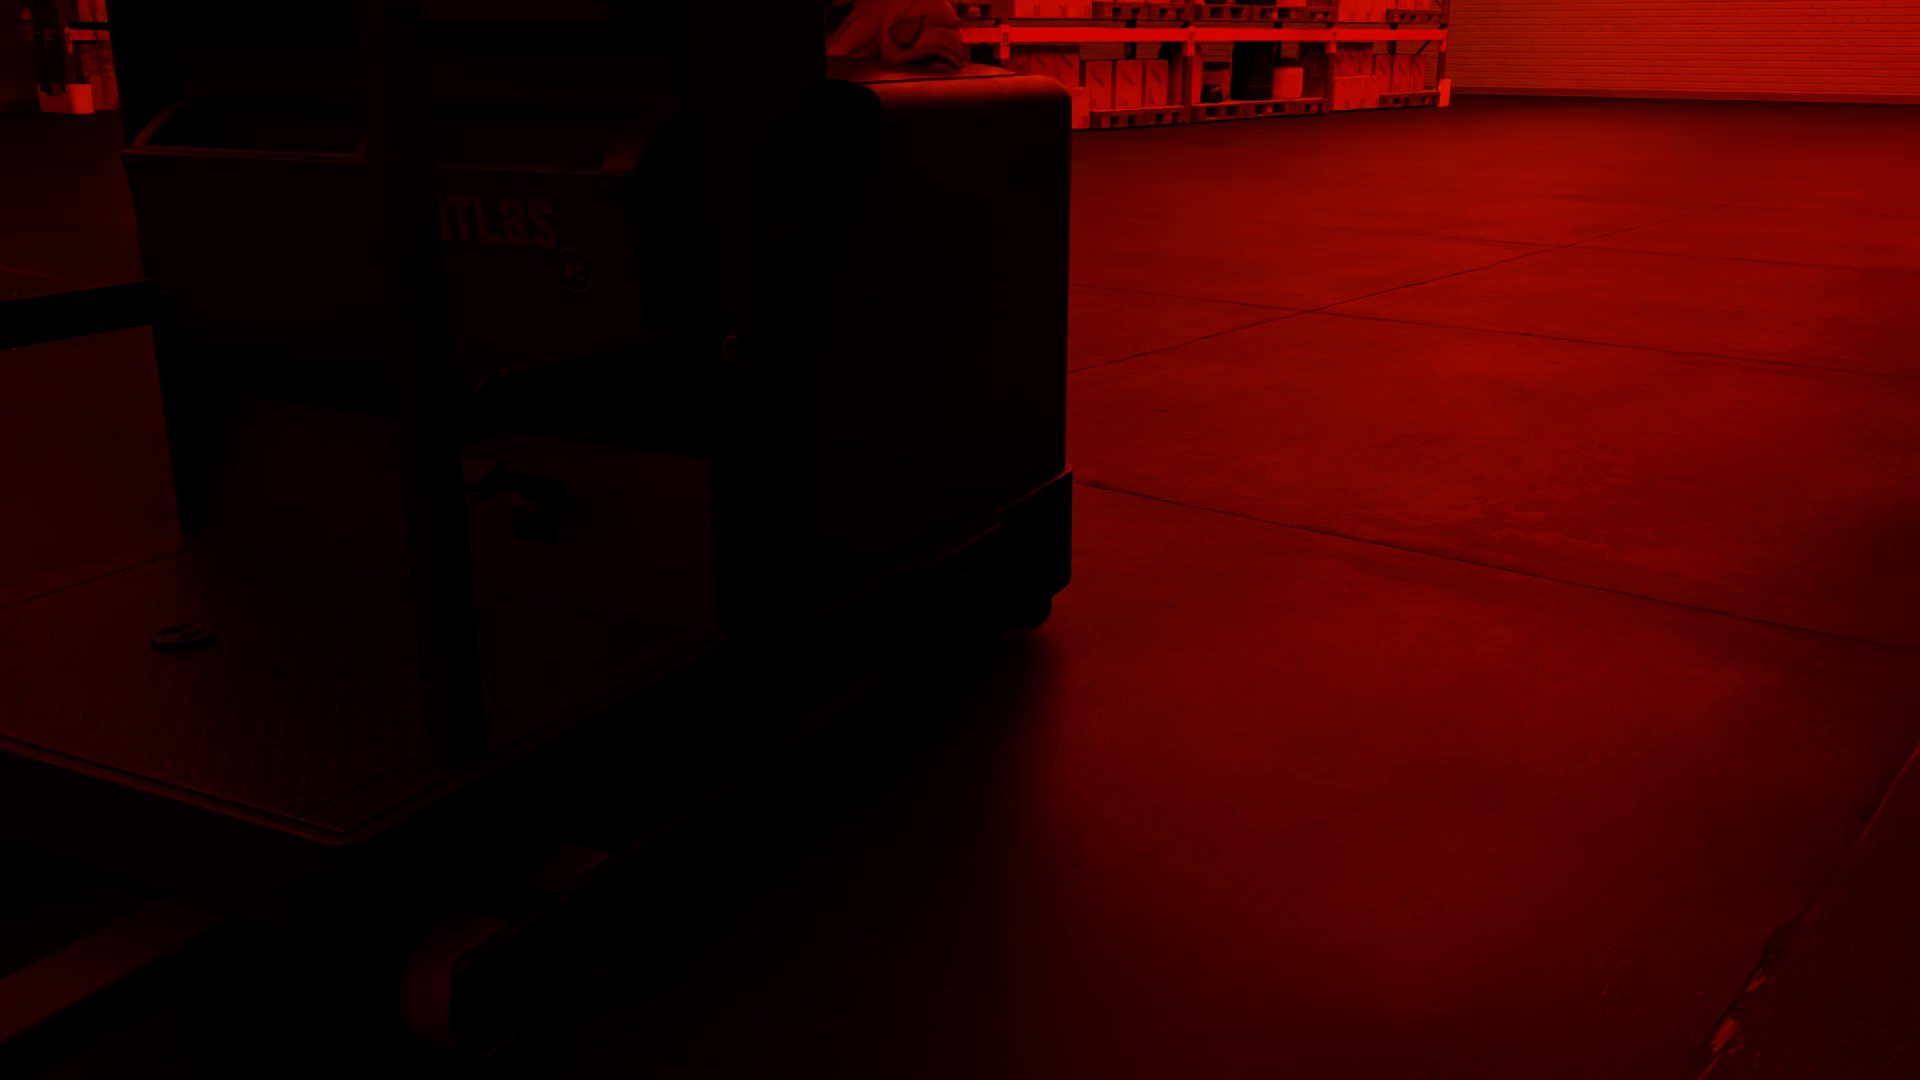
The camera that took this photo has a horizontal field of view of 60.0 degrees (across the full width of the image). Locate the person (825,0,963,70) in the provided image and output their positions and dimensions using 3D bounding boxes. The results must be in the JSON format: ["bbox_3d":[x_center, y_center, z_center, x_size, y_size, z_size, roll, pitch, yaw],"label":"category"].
[{"bbox_3d":[-0.355,-0.556,3.262,0.705,1.451,0.872,-8,19,-26],"label":"person"}]

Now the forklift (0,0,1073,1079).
[{"bbox_3d":[-0.889,-0.943,2.004,1.130,2.935,3.031,8,19,26],"label":"forklift"}]
